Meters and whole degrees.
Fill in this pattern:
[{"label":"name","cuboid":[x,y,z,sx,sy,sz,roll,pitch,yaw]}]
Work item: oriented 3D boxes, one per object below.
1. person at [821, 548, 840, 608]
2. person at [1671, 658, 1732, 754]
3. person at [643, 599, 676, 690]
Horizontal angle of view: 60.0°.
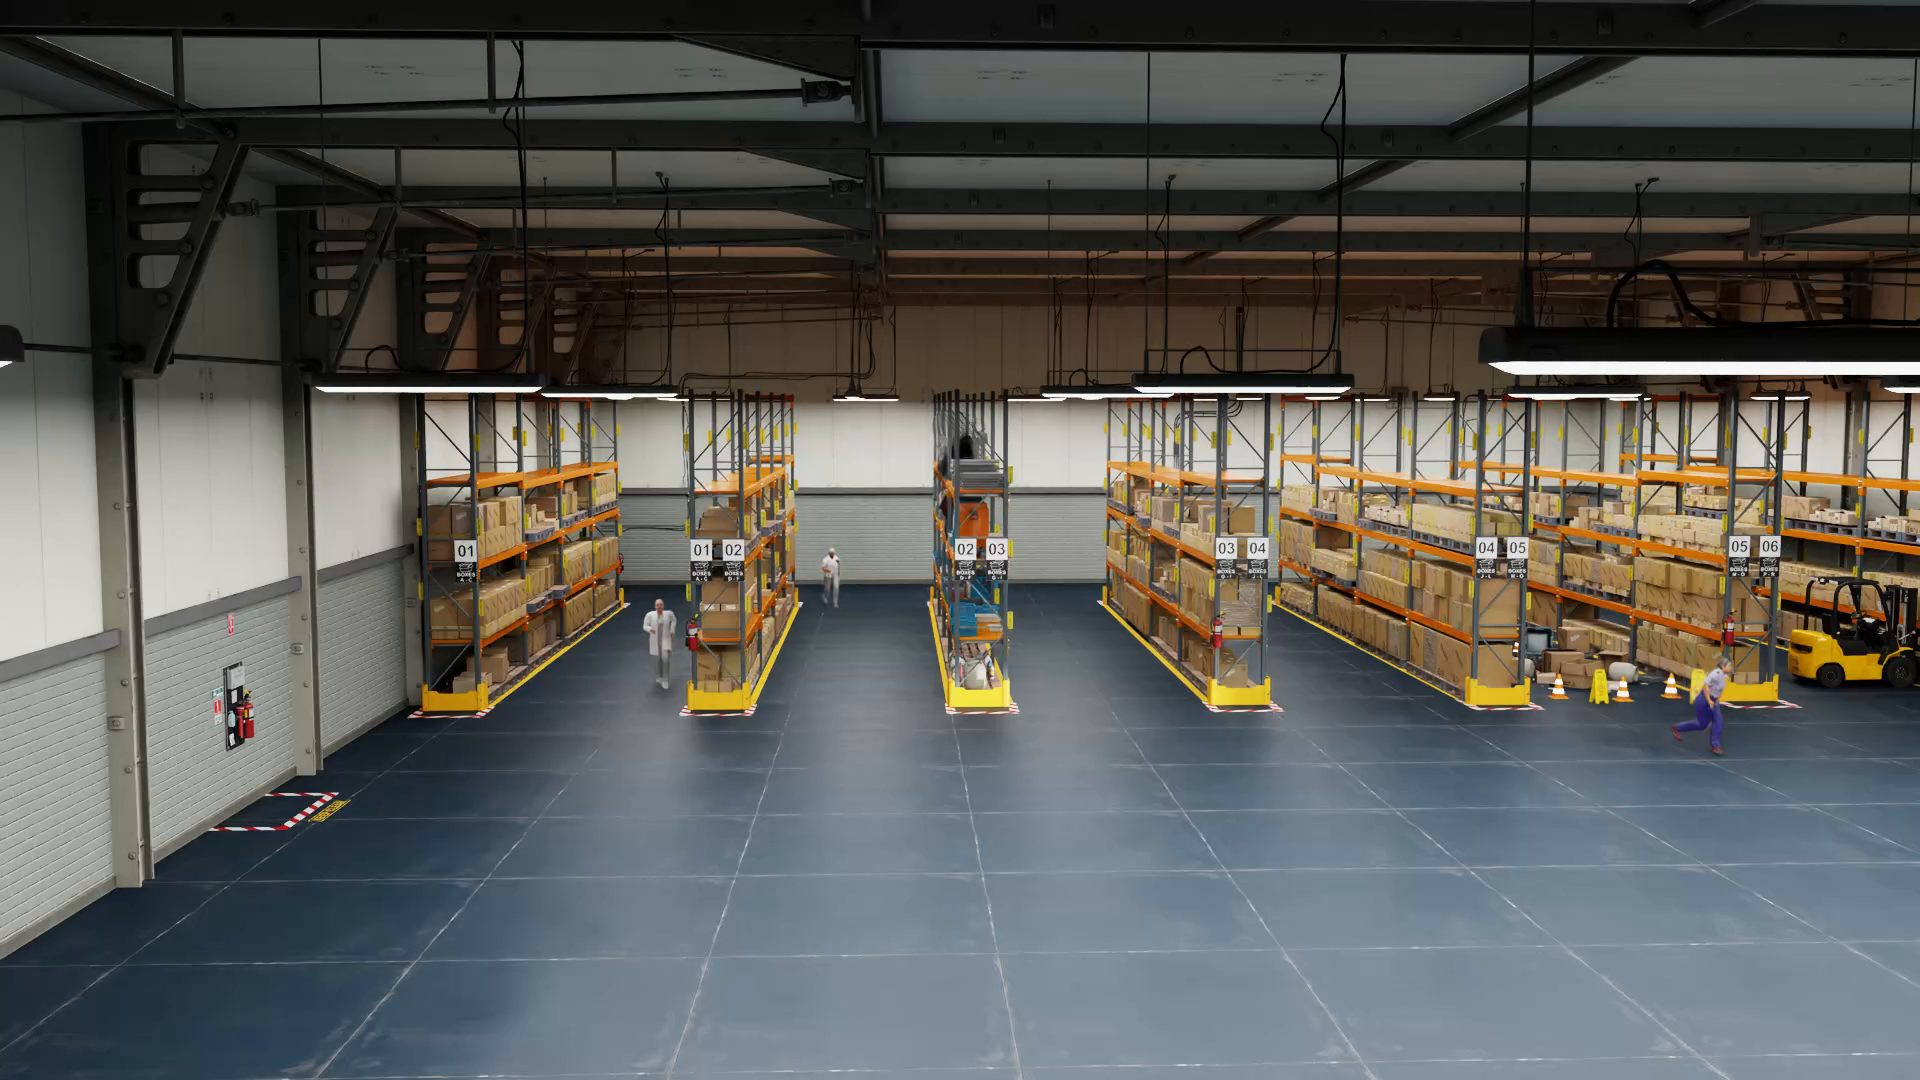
[{"label":"person","cuboid":[-3.675,1.056,47.191,0.574,1.673,0.930,-2,5,-20]},{"label":"person","cuboid":[12.277,2.775,27.494,0.860,1.502,0.615,3,5,32]},{"label":"person","cuboid":[-6.078,2.101,33.644,0.640,1.835,0.908,0,5,-4]}]
